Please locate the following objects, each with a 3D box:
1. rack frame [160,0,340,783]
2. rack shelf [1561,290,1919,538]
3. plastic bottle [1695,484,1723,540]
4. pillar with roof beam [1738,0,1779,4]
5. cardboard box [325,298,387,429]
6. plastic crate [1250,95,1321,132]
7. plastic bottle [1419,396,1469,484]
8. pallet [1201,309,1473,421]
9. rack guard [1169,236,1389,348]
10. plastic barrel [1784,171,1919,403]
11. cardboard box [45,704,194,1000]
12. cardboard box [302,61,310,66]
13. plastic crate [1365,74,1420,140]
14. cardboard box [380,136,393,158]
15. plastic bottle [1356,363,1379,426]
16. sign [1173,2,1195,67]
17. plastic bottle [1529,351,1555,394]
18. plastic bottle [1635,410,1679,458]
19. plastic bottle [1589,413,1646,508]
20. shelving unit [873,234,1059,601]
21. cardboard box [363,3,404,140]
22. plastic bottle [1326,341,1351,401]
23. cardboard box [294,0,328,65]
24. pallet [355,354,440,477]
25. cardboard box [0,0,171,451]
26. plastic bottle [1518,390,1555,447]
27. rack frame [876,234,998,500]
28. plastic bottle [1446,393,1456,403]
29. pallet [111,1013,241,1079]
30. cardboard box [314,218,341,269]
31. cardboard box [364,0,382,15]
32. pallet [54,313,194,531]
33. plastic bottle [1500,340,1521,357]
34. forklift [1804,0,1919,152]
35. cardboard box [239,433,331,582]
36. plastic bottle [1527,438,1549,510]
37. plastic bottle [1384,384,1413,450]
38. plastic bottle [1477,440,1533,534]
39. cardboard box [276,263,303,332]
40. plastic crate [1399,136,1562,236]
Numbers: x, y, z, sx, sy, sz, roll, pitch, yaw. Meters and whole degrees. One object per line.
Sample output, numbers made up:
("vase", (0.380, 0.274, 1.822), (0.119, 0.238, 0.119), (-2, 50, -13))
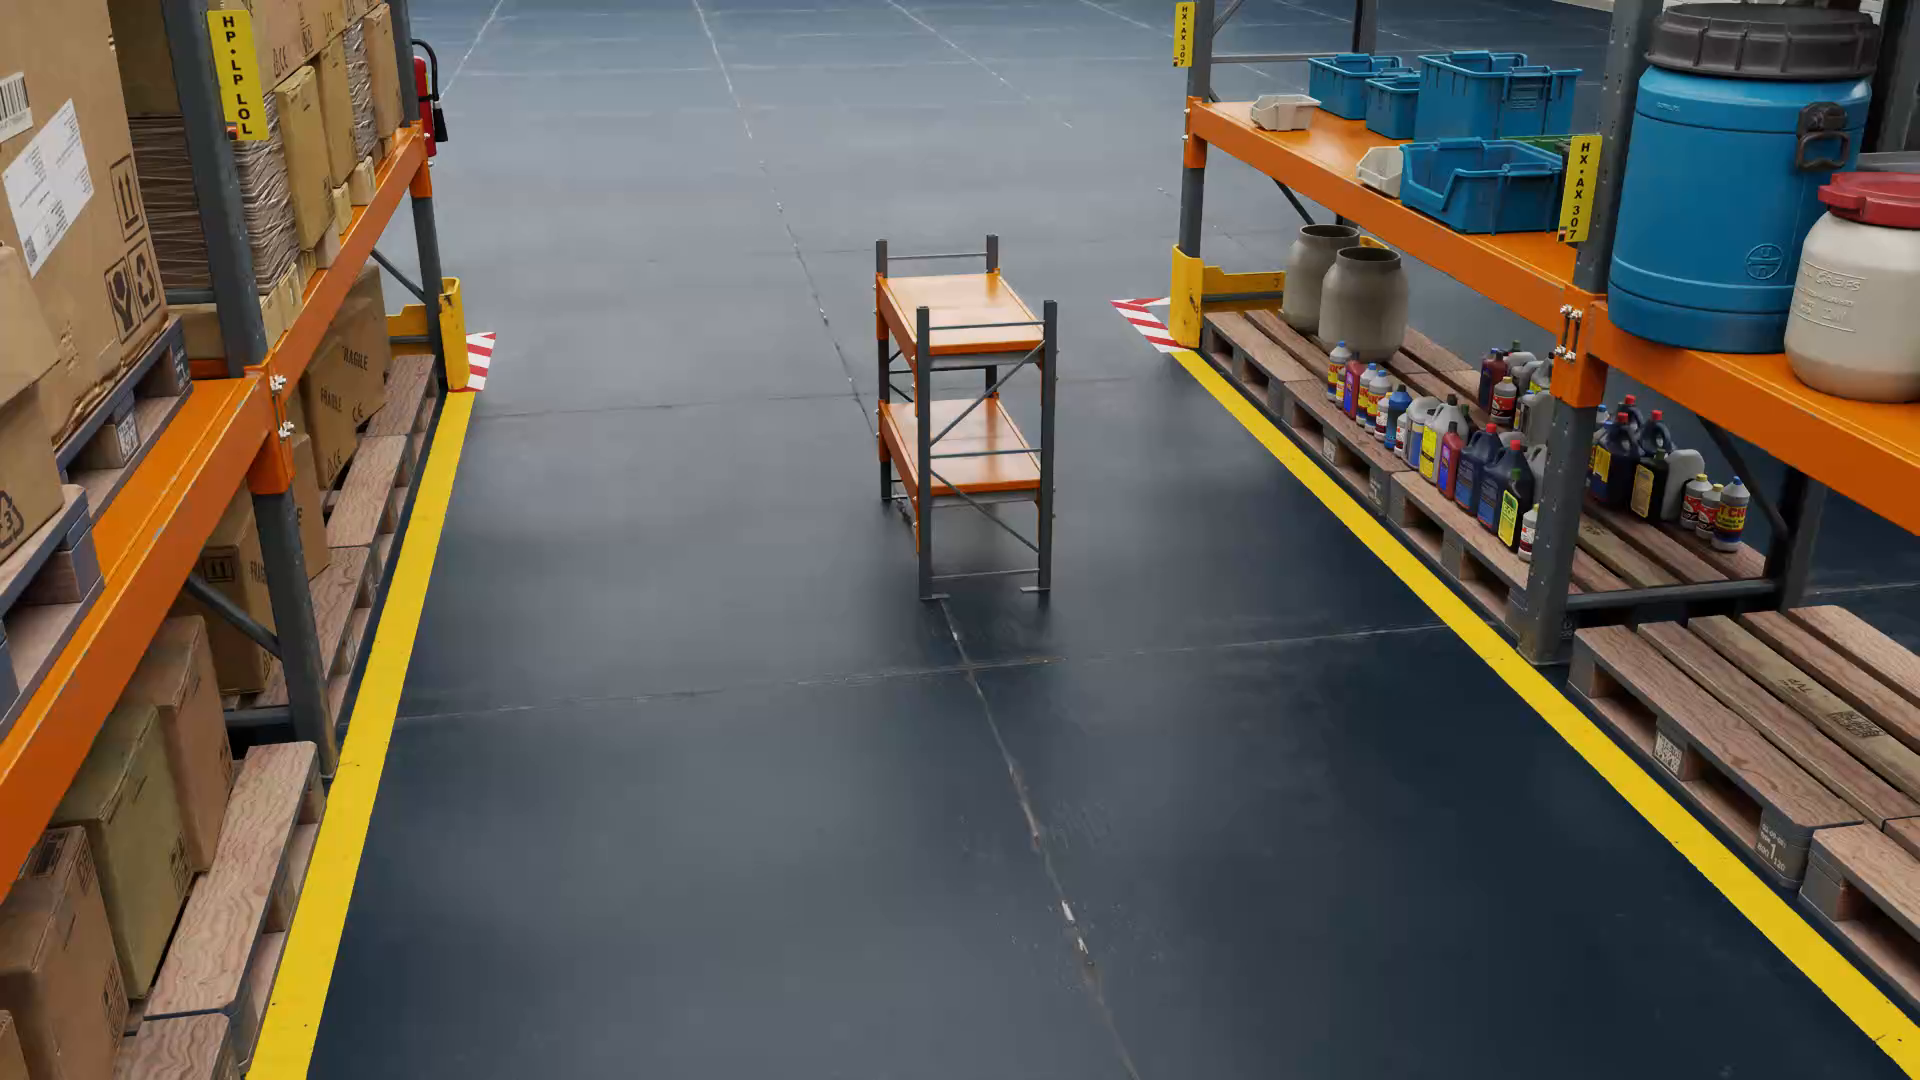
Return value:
("rack frame", (-2.411, -0.626, 4.436), (1.000, 3.000, 0.127), (-4, 24, -10))
("rack shelf", (2.826, 0.124, 3.618), (1.077, 0.370, 4.000), (-4, 24, -10))
("plastic bottle", (2.810, -0.110, 6.200), (0.097, 0.201, 0.097), (0, 24, 0))
("pillar with roof beam", (5.983, -10.239, 18.950), (9.100, 9.000, 0.400), (-4, 24, -10))
("cardboard box", (-2.907, -0.767, 7.357), (0.500, 0.500, 0.500), (2, 24, 4))
("plastic crate", (1.566, -2.069, 8.070), (0.298, 0.136, 0.250), (-4, 24, -10))
("plastic bottle", (1.959, -0.415, 6.712), (0.144, 0.351, 0.185), (-4, 24, -10))
("pallet", (1.922, -0.942, 8.643), (1.003, 0.211, 1.213), (-4, 24, -10))
("rack guard", (1.777, -1.394, 9.317), (1.175, 0.500, 0.348), (-4, 24, -10))
("plastic barrel", (2.418, -0.662, 4.349), (0.433, 0.535, 0.433), (0, 24, 0))
("cardboard box", (-2.249, 0.750, 3.859), (0.700, 0.500, 0.500), (-4, 24, -10))
("cardboard box", (-2.683, -1.378, 5.662), (0.875, 0.500, 0.500), (-4, 24, -10))
("plastic crate", (2.218, -2.067, 7.921), (0.499, 0.251, 0.408), (-4, 24, -10))
("cardboard box", (-2.753, -1.795, 7.425), (0.380, 0.149, 0.250), (-4, 24, -10))
("plastic bottle", (1.809, -0.646, 7.341), (0.097, 0.271, 0.097), (0, 24, 0))
("sign", (1.176, -2.654, 8.733), (0.100, 0.325, 0.005), (-4, 24, -10))
("plastic bottle", (2.567, -0.643, 7.235), (0.144, 0.351, 0.185), (-3, 24, -8))
("plastic bottle", (2.715, -0.329, 6.515), (0.144, 0.351, 0.185), (-4, 24, -8))
("plastic bottle", (2.574, -0.318, 6.490), (0.144, 0.351, 0.185), (-4, 24, -10))
("shelving unit", (0.001, -0.513, 6.519), (0.538, 1.125, 1.048), (-4, 24, -10))
("cardboard box", (-2.865, -1.975, 7.029), (0.875, 0.500, 0.500), (-4, 24, -10))
("plastic bottle", (1.746, -0.781, 7.650), (0.097, 0.271, 0.097), (0, 24, 0))
("cardboard box", (-2.430, -1.856, 5.505), (0.500, 0.500, 0.500), (-4, 24, -10))
("pallet", (-3.021, -0.570, 7.790), (1.003, 0.211, 1.213), (-4, 24, -10))
("cardboard box", (-2.402, -0.771, 3.492), (1.000, 1.000, 1.000), (-4, 24, -9))
("plastic bottle", (2.461, -0.515, 7.035), (0.152, 0.276, 0.135), (-4, 24, -10))
("rack frame", (-0.093, -0.713, 6.977), (0.500, 1.125, 0.032), (-4, 24, -10))
("plastic bottle", (2.037, -0.456, 6.891), (0.061, 0.283, 0.133), (-4, 24, -10))
("pallet", (-2.036, 1.439, 3.192), (1.003, 0.211, 1.213), (-4, 24, -10))
("cardboard box", (-2.323, -1.012, 5.634), (0.380, 0.149, 0.250), (-4, 24, -10))
("cardboard box", (-2.708, -2.446, 6.856), (0.500, 0.500, 0.500), (-4, 24, -10))
("pallet", (-2.413, -0.227, 3.761), (1.003, 0.211, 1.213), (-4, 24, -10))
("plastic bottle", (2.527, -0.788, 7.651), (0.061, 0.283, 0.133), (-4, 24, -8))
("forklift", (4.425, -1.912, 7.465), (1.130, 2.935, 3.031), (-4, 24, -8))
("cardboard box", (-2.559, -0.058, 5.734), (0.500, 0.500, 0.500), (3, 24, 7))
("plastic bottle", (2.196, -0.223, 6.273), (0.144, 0.351, 0.185), (-4, 24, -10))
("plastic bottle", (1.865, -0.527, 7.069), (0.097, 0.271, 0.097), (0, 24, 0))
("plastic bottle", (2.054, -0.212, 6.248), (0.144, 0.351, 0.185), (-5, 24, -11))
("cardboard box", (-2.188, -0.717, 4.958), (0.380, 0.149, 0.250), (-4, 24, -10))
("plastic crate", (1.985, -1.340, 6.256), (0.499, 0.251, 0.616), (-4, 24, -10))
